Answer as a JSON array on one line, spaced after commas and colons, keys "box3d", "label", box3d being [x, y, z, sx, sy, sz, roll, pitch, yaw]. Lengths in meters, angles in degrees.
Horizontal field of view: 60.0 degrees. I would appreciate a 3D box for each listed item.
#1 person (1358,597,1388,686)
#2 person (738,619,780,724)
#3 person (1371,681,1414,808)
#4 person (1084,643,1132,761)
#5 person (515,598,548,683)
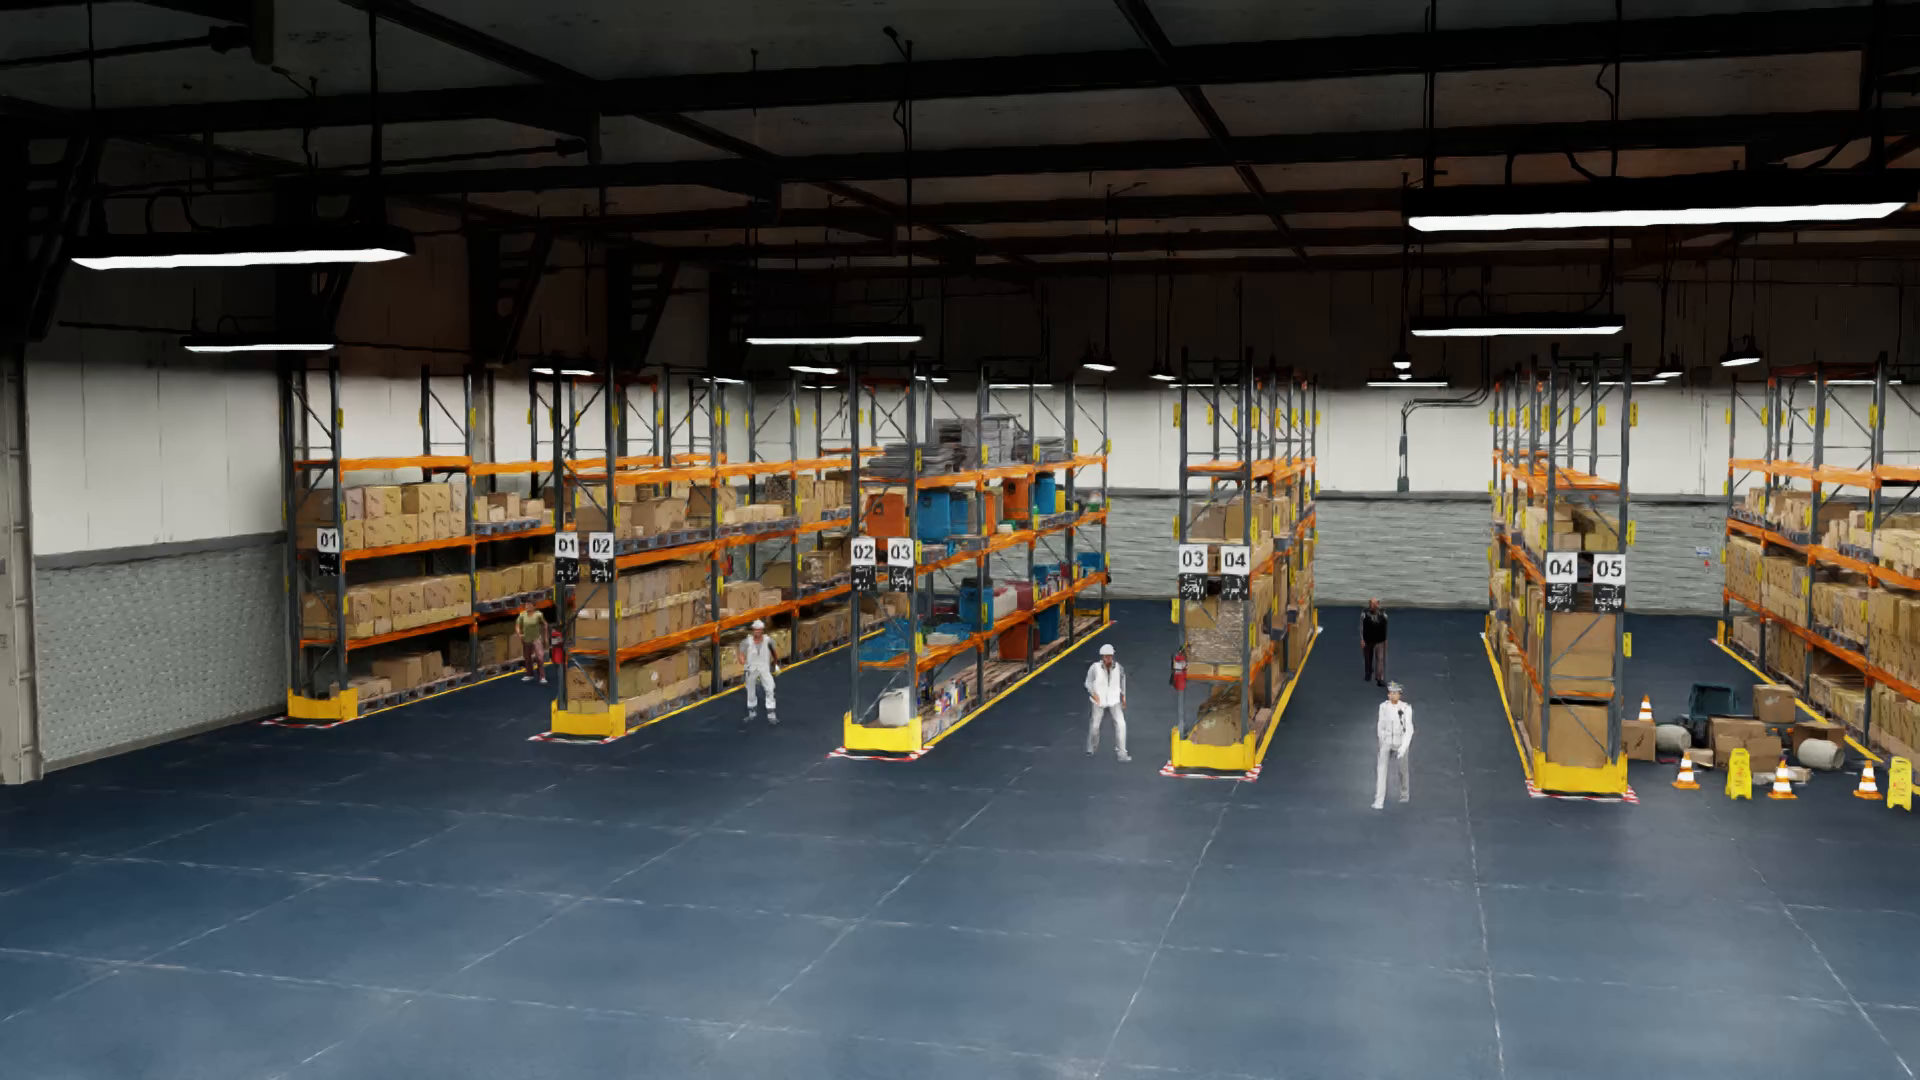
[{"box3d": [7.736, 1.876, 31.153, 0.546, 1.644, 1.106, 1, 4, 13], "label": "person"}, {"box3d": [-3.285, 2.139, 27.181, 0.678, 1.725, 0.789, 0, 4, -4], "label": "person"}, {"box3d": [5.591, 2.606, 21.375, 0.482, 1.621, 0.988, 2, 5, 24], "label": "person"}, {"box3d": [2.149, 2.351, 24.406, 0.675, 1.715, 0.842, 0, 4, -2], "label": "person"}, {"box3d": [-8.054, 1.897, 31.395, 0.625, 1.588, 0.808, 0, 4, -2], "label": "person"}]
